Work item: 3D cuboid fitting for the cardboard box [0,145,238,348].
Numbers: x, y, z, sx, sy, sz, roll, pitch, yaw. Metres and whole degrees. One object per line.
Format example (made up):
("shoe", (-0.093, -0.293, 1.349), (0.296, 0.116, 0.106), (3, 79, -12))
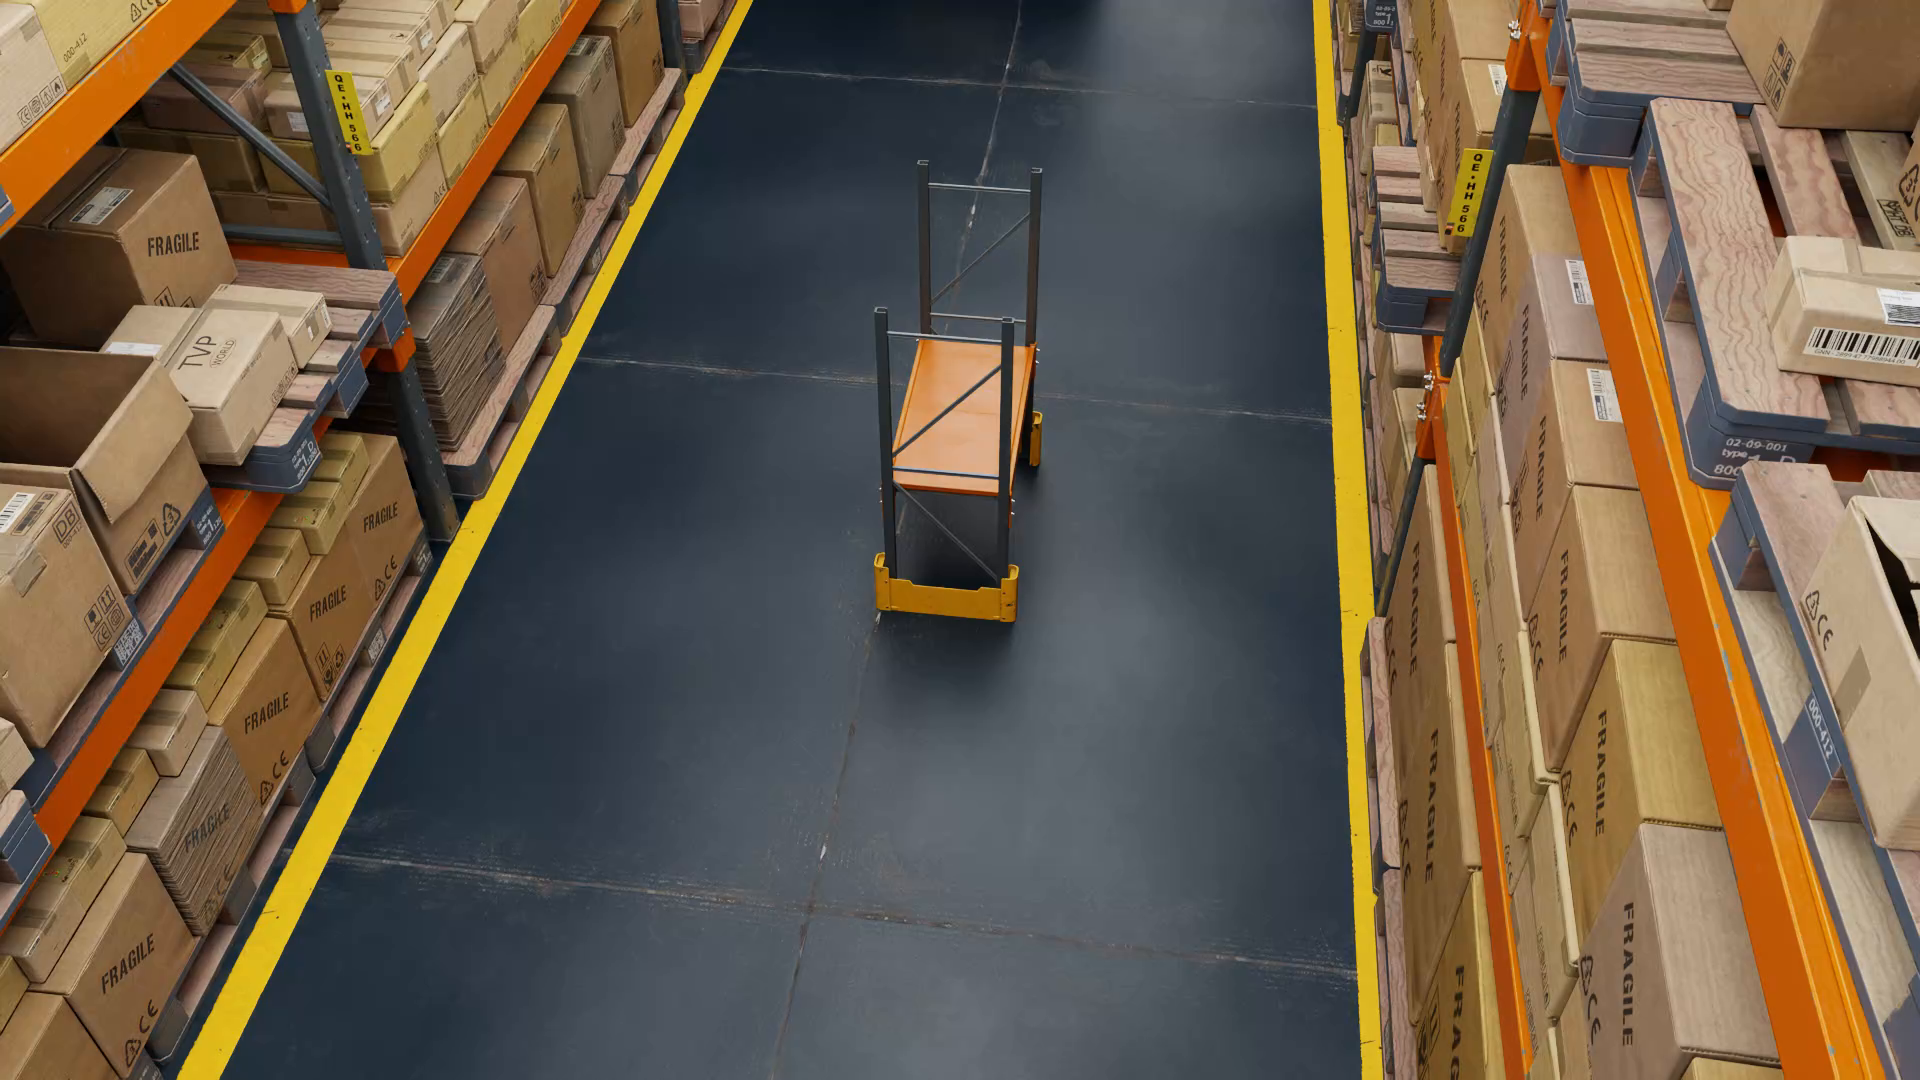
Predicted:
("cardboard box", (-2.922, -1.011, 5.757), (0.500, 0.500, 0.500), (7, 44, 7))

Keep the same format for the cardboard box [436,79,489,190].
("cardboard box", (-2.326, -1.726, 7.001), (0.500, 0.250, 0.500), (4, 44, 5))

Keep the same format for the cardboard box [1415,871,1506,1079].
("cardboard box", (1.807, 1.589, 4.630), (0.875, 0.875, 0.875), (6, 44, 7))

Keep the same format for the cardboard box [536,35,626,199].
("cardboard box", (-2.338, -2.290, 8.908), (0.875, 0.625, 0.625), (5, 44, 5))

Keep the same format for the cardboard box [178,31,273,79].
("cardboard box", (-2.932, -1.859, 6.487), (0.380, 0.149, 0.250), (6, 44, 7))

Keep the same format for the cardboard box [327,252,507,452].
("cardboard box", (-2.603, -0.872, 7.411), (0.875, 0.625, 0.625), (7, 44, 7))

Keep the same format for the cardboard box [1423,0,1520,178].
("cardboard box", (2.064, -1.695, 6.264), (0.500, 0.500, 0.500), (5, 44, 5))

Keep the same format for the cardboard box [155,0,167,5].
("cardboard box", (-2.526, -1.821, 4.919), (0.500, 0.250, 0.500), (4, 44, 4))

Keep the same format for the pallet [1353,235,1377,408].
("pallet", (2.490, -1.059, 8.215), (1.003, 0.211, 1.213), (5, 44, 6))

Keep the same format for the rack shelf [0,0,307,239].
("rack shelf", (-2.963, -0.623, 4.068), (1.077, 0.370, 4.000), (5, 44, 6))

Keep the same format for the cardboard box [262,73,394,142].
("cardboard box", (-2.365, -1.621, 6.235), (0.380, 0.149, 0.250), (6, 44, 7))

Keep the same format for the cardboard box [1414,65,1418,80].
("cardboard box", (2.158, -2.079, 7.141), (0.380, 0.149, 0.250), (4, 44, 4))

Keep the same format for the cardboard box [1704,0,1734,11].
("cardboard box", (2.322, -1.718, 4.321), (0.797, 0.503, 0.637), (3, 44, 3))

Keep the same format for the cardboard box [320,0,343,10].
("cardboard box", (-2.763, -2.374, 7.031), (0.380, 0.149, 0.250), (5, 44, 5))

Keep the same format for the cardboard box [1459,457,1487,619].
("cardboard box", (1.857, 0.007, 5.170), (0.500, 0.250, 0.500), (4, 44, 4))

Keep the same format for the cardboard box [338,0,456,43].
("cardboard box", (-2.300, -2.159, 6.804), (0.380, 0.149, 0.250), (6, 44, 6))

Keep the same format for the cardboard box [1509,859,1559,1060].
("cardboard box", (1.657, 1.053, 4.065), (0.500, 0.250, 0.500), (4, 44, 4))

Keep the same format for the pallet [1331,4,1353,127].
("pallet", (2.804, -2.884, 10.142), (1.003, 0.211, 1.213), (5, 44, 6))

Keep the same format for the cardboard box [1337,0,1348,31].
("cardboard box", (2.623, -3.381, 10.333), (0.500, 0.250, 0.500), (4, 44, 4))

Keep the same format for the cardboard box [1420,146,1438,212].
("cardboard box", (1.985, -1.381, 6.404), (0.380, 0.149, 0.250), (5, 44, 5))

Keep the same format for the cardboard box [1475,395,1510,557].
("cardboard box", (1.841, -0.162, 4.985), (0.500, 0.250, 0.500), (6, 44, 7))

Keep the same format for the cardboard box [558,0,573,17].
("cardboard box", (-2.134, -2.784, 8.118), (0.500, 0.250, 0.500), (5, 44, 6))

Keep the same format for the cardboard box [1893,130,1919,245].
("cardboard box", (2.276, -0.760, 3.311), (0.500, 0.500, 0.500), (6, 44, 6))

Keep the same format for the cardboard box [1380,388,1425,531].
("cardboard box", (2.307, -0.292, 6.983), (0.950, 0.372, 0.625), (3, 43, 3))

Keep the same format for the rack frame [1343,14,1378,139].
("rack frame", (2.751, -3.436, 8.697), (1.000, 3.000, 0.127), (5, 44, 6))

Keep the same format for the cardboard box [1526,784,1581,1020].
("cardboard box", (1.632, 0.872, 3.893), (0.500, 0.250, 0.500), (6, 44, 7))

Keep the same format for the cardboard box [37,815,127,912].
("cardboard box", (-2.806, 0.972, 5.083), (0.380, 0.149, 0.250), (7, 44, 7))

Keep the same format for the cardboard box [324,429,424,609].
("cardboard box", (-2.542, -0.095, 6.682), (0.500, 0.500, 0.500), (6, 44, 7))

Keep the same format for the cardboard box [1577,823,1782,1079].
("cardboard box", (1.564, 0.936, 3.279), (0.500, 0.500, 0.500), (6, 44, 6))

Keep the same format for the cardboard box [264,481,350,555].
("cardboard box", (-2.518, -0.090, 6.204), (0.380, 0.149, 0.250), (3, 44, 3))

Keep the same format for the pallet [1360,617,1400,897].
("pallet", (2.043, 0.833, 6.216), (1.003, 0.211, 1.213), (5, 44, 6))

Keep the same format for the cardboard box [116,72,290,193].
("cardboard box", (-2.915, -1.617, 6.521), (0.500, 0.250, 0.500), (6, 44, 6))

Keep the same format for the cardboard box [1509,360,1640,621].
("cardboard box", (1.775, -0.105, 4.379), (0.500, 0.500, 0.500), (6, 44, 7))

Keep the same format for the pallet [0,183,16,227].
("pallet", (-2.938, -0.598, 3.655), (1.213, 0.211, 1.003), (5, 44, 6))

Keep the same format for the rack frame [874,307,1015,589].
("rack frame", (-0.056, -0.256, 6.430), (0.500, 1.500, 0.032), (5, 44, 6))

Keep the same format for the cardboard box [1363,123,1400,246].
("cardboard box", (2.592, -1.786, 8.560), (0.950, 0.372, 0.625), (8, 44, 8))

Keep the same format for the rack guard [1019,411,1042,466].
("rack guard", (0.076, -0.482, 7.577), (0.587, 0.250, 0.087), (5, 44, 6))

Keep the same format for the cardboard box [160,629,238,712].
("cardboard box", (-2.709, 0.431, 5.654), (0.380, 0.149, 0.250), (5, 44, 5))

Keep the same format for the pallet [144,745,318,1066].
("pallet", (-2.999, 1.189, 5.841), (1.003, 0.211, 1.213), (5, 44, 6))

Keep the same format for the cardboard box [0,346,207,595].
("cardboard box", (-2.731, -0.219, 4.919), (0.797, 0.503, 0.637), (4, 44, 5))

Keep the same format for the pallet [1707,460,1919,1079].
("pallet", (1.765, 0.367, 2.638), (0.805, 0.209, 1.217), (4, 44, 4))

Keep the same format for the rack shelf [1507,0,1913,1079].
("rack shelf", (1.958, -0.175, 3.594), (1.077, 0.370, 4.000), (5, 44, 6))

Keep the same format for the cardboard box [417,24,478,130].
("cardboard box", (-2.330, -1.907, 6.828), (0.500, 0.250, 0.500), (7, 44, 7))

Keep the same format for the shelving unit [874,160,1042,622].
("shelving unit", (0.010, -0.597, 6.789), (0.587, 1.500, 1.083), (5, 44, 6))

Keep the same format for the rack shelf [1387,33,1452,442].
("rack shelf", (2.486, -1.812, 7.505), (1.077, 0.370, 4.000), (5, 44, 6))

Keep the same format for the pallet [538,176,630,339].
("pallet", (-2.387, -1.532, 8.715), (1.003, 0.211, 1.213), (5, 44, 6))

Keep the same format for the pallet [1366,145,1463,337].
("pallet", (2.211, -1.135, 6.407), (1.213, 0.211, 1.003), (5, 44, 6))

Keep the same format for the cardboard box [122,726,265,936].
("cardboard box", (-2.735, 0.957, 5.570), (0.500, 0.500, 0.500), (4, 44, 4))
